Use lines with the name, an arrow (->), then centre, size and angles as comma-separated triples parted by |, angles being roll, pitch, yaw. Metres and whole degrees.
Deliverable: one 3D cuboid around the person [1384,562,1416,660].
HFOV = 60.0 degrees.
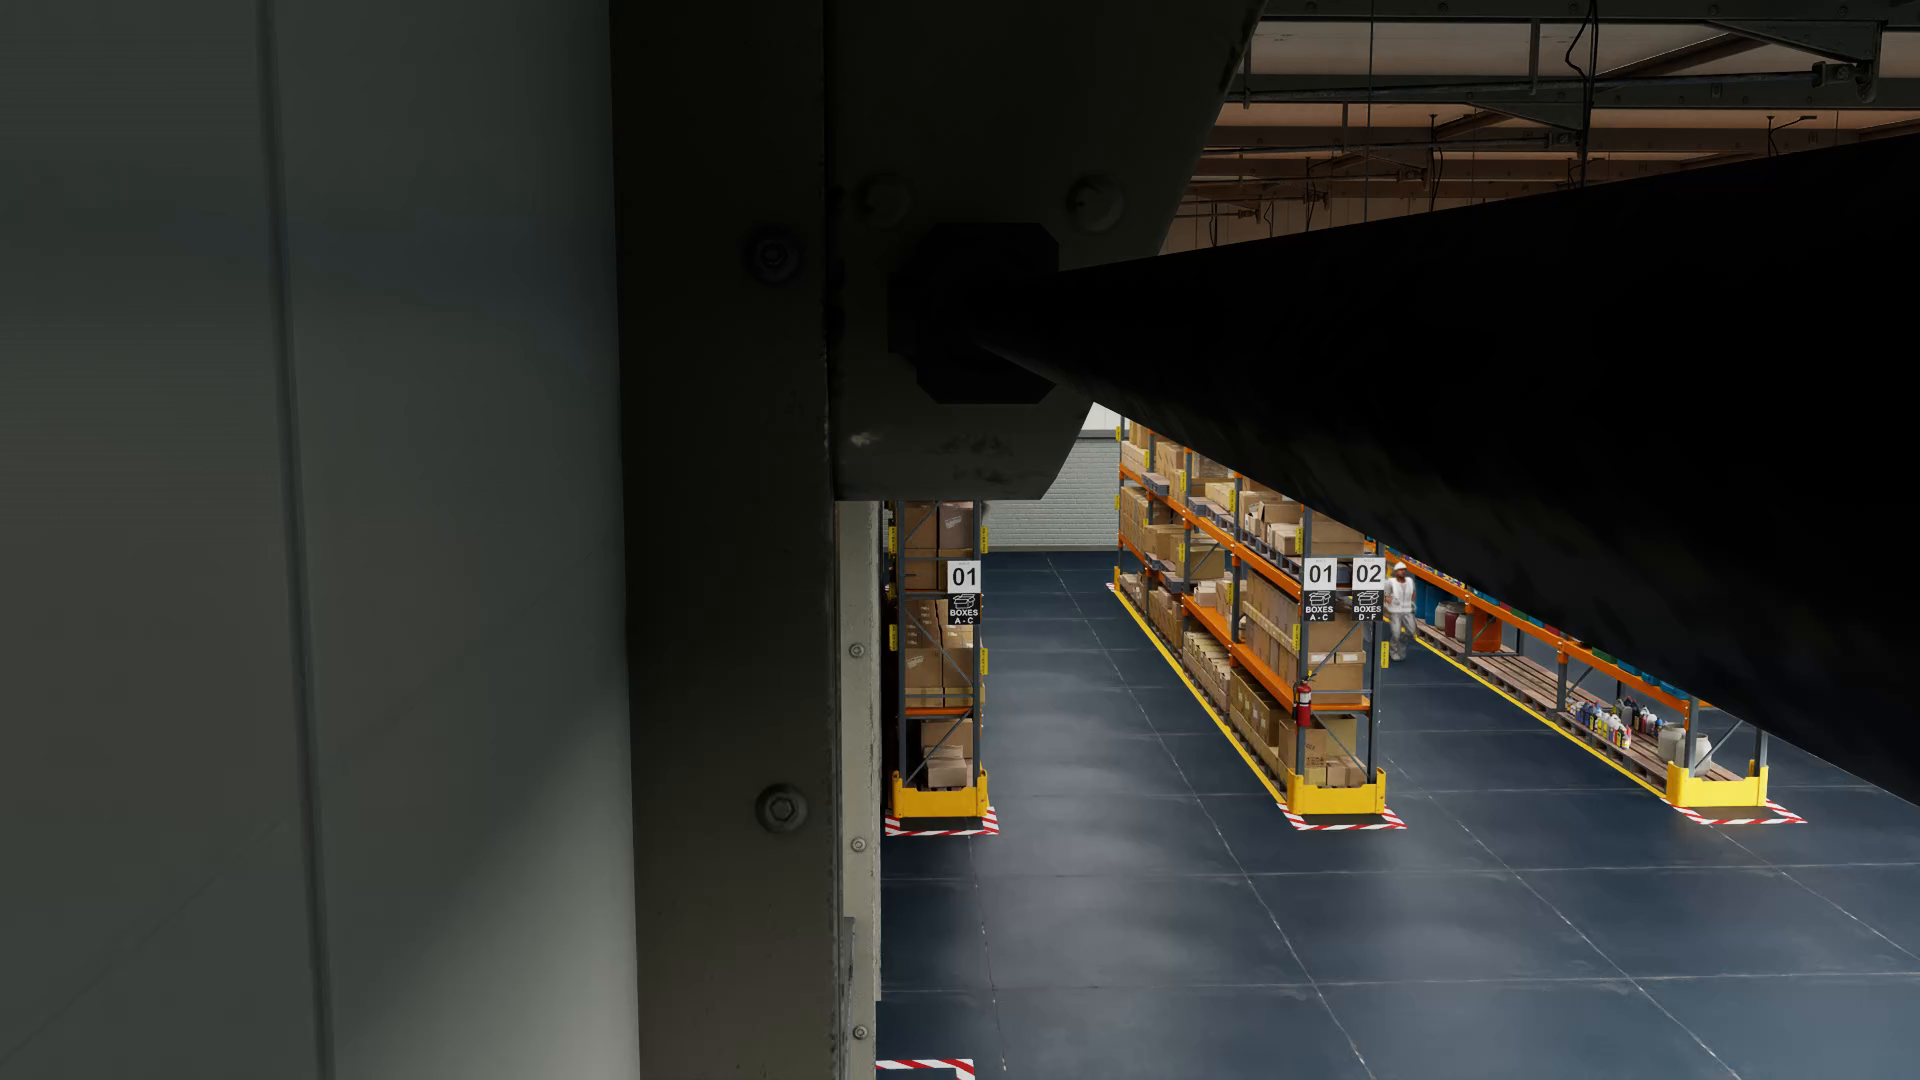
person -> 7.745, 1.267, 29.144 | 0.666, 1.739, 0.608 | -1, 8, -6
